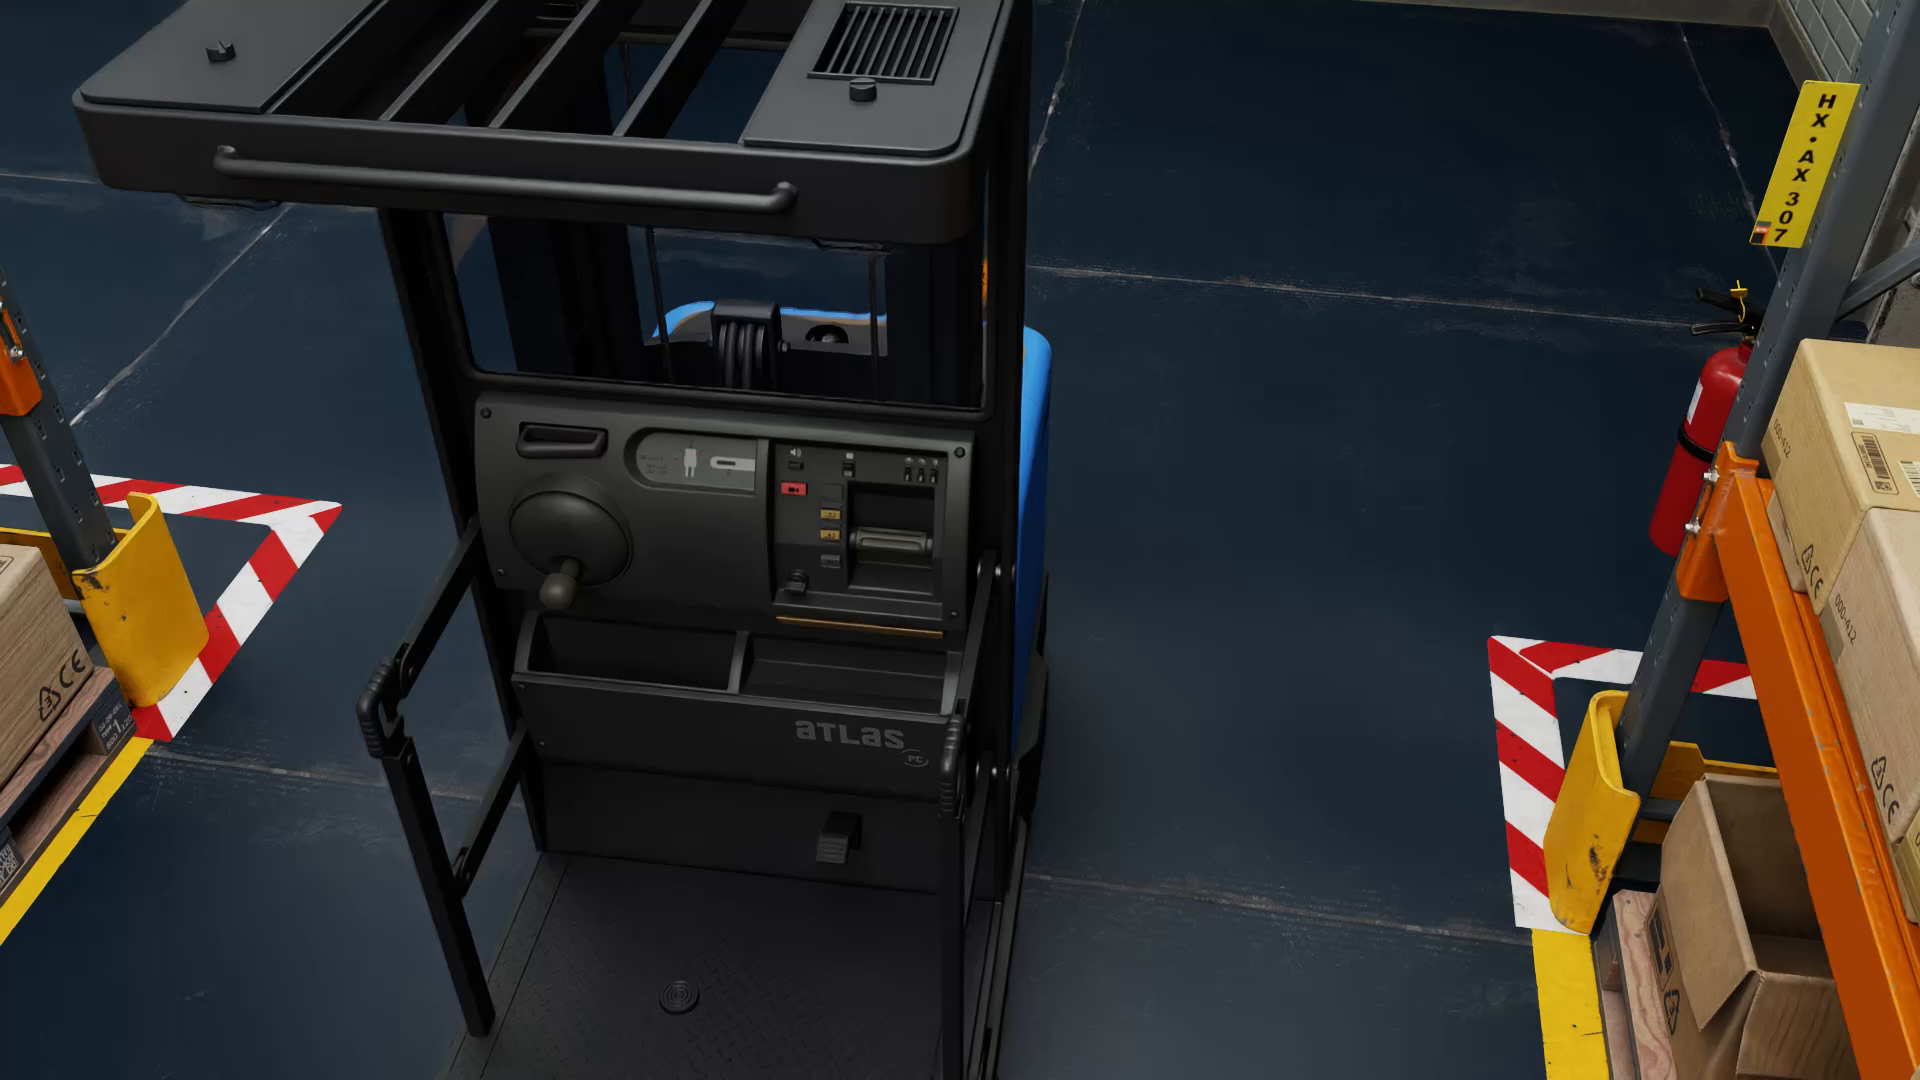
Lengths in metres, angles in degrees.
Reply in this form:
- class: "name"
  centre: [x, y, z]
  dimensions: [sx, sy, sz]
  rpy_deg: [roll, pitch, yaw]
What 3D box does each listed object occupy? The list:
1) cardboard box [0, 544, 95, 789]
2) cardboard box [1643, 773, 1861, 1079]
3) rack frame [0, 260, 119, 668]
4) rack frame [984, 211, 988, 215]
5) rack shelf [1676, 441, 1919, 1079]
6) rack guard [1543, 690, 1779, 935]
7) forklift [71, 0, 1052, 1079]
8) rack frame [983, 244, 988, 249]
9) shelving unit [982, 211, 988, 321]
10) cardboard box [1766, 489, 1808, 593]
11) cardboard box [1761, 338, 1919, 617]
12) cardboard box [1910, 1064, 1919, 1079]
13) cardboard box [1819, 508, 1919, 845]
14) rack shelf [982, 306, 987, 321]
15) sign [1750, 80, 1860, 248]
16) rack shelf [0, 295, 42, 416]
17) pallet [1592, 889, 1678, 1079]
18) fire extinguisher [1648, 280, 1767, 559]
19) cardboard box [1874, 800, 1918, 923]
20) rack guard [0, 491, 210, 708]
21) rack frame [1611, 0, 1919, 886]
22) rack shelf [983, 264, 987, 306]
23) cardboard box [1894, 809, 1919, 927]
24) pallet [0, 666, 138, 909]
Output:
- class: "cardboard box"
  centre: [-2.825, 0.417, 4.073]
  dimensions: [0.875, 0.438, 0.875]
  rpy_deg: [5, 40, 6]
- class: "cardboard box"
  centre: [1.881, 0.885, 3.456]
  dimensions: [0.797, 0.503, 0.637]
  rpy_deg: [5, 40, 6]
- class: "rack frame"
  centre: [-2.810, -0.834, 3.905]
  dimensions: [1.000, 3.000, 0.127]
  rpy_deg: [6, 40, 8]
- class: "rack frame"
  centre: [0.013, -0.511, 4.926]
  dimensions: [0.240, 1.200, 0.006]
  rpy_deg: [6, 40, 8]
- class: "rack shelf"
  centre: [1.734, 1.243, 1.957]
  dimensions: [1.077, 0.370, 4.000]
  rpy_deg: [6, 40, 8]
- class: "rack guard"
  centre: [2.067, 0.722, 3.984]
  dimensions: [1.175, 0.500, 0.348]
  rpy_deg: [6, 40, 8]
- class: "forklift"
  centre: [-0.468, 0.035, 2.907]
  dimensions: [1.130, 2.935, 3.031]
  rpy_deg: [5, 40, 6]
- class: "rack frame"
  centre: [-0.018, -0.396, 4.787]
  dimensions: [0.240, 1.200, 0.006]
  rpy_deg: [6, 40, 8]
- class: "shelving unit"
  centre: [-0.002, -0.453, 4.857]
  dimensions: [0.258, 1.200, 0.189]
  rpy_deg: [6, 40, 8]
- class: "cardboard box"
  centre: [1.753, -0.016, 3.113]
  dimensions: [0.380, 0.149, 0.250]
  rpy_deg: [6, 40, 7]
- class: "cardboard box"
  centre: [1.736, -0.091, 2.890]
  dimensions: [0.500, 0.250, 0.500]
  rpy_deg: [7, 40, 8]
- class: "cardboard box"
  centre: [1.481, 0.787, 2.141]
  dimensions: [0.380, 0.149, 0.250]
  rpy_deg: [5, 40, 6]
- class: "cardboard box"
  centre: [1.649, 0.226, 2.507]
  dimensions: [0.500, 0.250, 0.500]
  rpy_deg: [7, 40, 8]
- class: "rack shelf"
  centre: [-0.002, -0.604, 4.732]
  dimensions: [0.258, 0.103, 0.180]
  rpy_deg: [6, 40, 8]
- class: "sign"
  centre: [1.545, -0.682, 3.042]
  dimensions: [0.100, 0.325, 0.005]
  rpy_deg: [6, 40, 8]
- class: "rack shelf"
  centre: [-3.156, 0.698, 2.616]
  dimensions: [1.077, 0.370, 4.000]
  rpy_deg: [6, 40, 8]
- class: "pallet"
  centre: [1.930, 1.334, 3.471]
  dimensions: [1.003, 0.211, 1.213]
  rpy_deg: [6, 40, 8]
- class: "fire extinguisher"
  centre: [1.650, -0.259, 3.562]
  dimensions: [0.296, 0.674, 0.183]
  rpy_deg: [6, 40, 8]
- class: "cardboard box"
  centre: [1.639, 0.469, 2.526]
  dimensions: [0.380, 0.149, 0.250]
  rpy_deg: [8, 40, 9]
- class: "rack guard"
  centre: [-2.805, 0.114, 4.719]
  dimensions: [1.175, 0.500, 0.348]
  rpy_deg: [6, 40, 8]
- class: "rack frame"
  centre: [2.080, -0.289, 3.246]
  dimensions: [1.000, 3.000, 0.127]
  rpy_deg: [6, 40, 8]
- class: "rack shelf"
  centre: [-0.002, -0.697, 4.656]
  dimensions: [0.258, 0.103, 0.180]
  rpy_deg: [6, 40, 8]
- class: "cardboard box"
  centre: [1.564, 0.544, 2.122]
  dimensions: [0.500, 0.250, 0.500]
  rpy_deg: [6, 40, 7]
- class: "pallet"
  centre: [-2.871, 0.751, 4.176]
  dimensions: [1.003, 0.211, 1.213]
  rpy_deg: [6, 40, 8]
